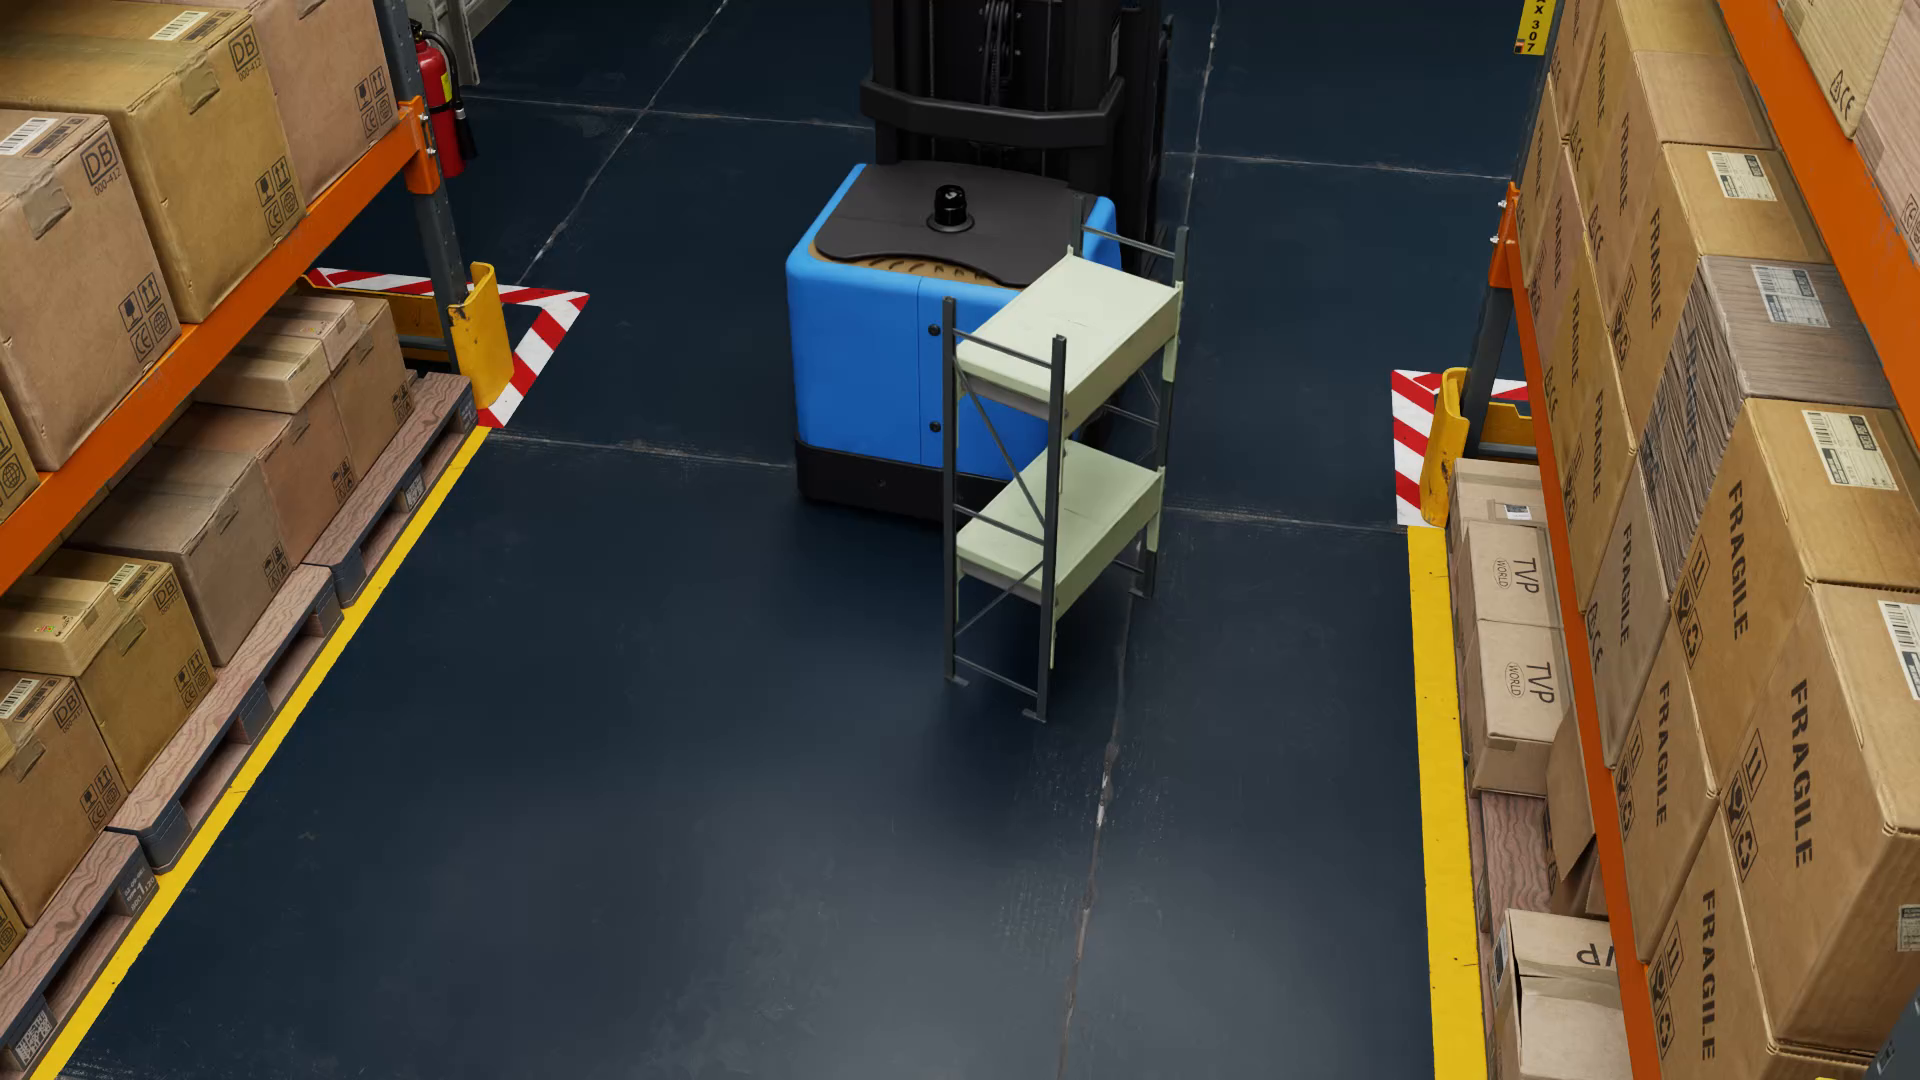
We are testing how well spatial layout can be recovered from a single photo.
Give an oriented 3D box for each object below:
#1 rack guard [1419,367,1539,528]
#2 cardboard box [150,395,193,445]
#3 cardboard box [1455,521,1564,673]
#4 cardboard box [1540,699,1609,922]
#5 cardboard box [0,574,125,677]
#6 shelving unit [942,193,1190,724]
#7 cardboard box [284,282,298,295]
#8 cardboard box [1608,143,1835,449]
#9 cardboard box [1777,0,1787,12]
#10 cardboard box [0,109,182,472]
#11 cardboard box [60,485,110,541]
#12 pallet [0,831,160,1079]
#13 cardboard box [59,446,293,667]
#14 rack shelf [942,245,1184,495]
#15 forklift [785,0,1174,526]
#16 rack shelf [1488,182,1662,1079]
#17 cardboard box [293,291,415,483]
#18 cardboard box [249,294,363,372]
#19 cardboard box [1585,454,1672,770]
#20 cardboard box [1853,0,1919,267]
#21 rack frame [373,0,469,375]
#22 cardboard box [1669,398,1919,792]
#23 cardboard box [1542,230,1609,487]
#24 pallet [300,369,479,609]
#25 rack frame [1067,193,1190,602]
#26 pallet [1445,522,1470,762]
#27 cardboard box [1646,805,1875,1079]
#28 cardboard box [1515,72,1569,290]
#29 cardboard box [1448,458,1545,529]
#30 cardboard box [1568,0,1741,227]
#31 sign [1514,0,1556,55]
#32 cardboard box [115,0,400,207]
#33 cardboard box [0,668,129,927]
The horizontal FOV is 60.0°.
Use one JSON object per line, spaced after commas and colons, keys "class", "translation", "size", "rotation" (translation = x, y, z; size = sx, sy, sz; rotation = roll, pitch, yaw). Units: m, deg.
{"class": "rack guard", "translation": [2.361, -0.291, 6.209], "size": [1.175, 0.500, 0.348], "rotation": [6, 40, 8]}
{"class": "cardboard box", "translation": [-2.834, -0.469, 5.586], "size": [0.380, 0.149, 0.250], "rotation": [7, 40, 8]}
{"class": "cardboard box", "translation": [1.914, 0.212, 5.452], "size": [0.500, 0.250, 0.500], "rotation": [6, 40, 8]}
{"class": "cardboard box", "translation": [2.002, 0.822, 4.516], "size": [0.797, 0.503, 0.637], "rotation": [6, 40, 8]}
{"class": "cardboard box", "translation": [-2.638, 0.236, 4.734], "size": [0.380, 0.149, 0.250], "rotation": [5, 40, 6]}
{"class": "shelving unit", "translation": [0.323, -0.238, 5.361], "size": [0.431, 1.500, 0.755], "rotation": [23, 45, 25]}
{"class": "cardboard box", "translation": [-2.703, -0.944, 6.161], "size": [0.380, 0.149, 0.250], "rotation": [7, 40, 8]}
{"class": "cardboard box", "translation": [1.776, -0.515, 3.656], "size": [0.500, 0.500, 0.500], "rotation": [6, 40, 7]}
{"class": "cardboard box", "translation": [1.770, -1.165, 3.068], "size": [0.500, 0.250, 0.500], "rotation": [6, 40, 8]}
{"class": "cardboard box", "translation": [-2.840, -0.705, 4.513], "size": [0.980, 0.700, 0.700], "rotation": [5, 40, 6]}
{"class": "cardboard box", "translation": [-2.921, -0.148, 5.198], "size": [0.380, 0.149, 0.250], "rotation": [7, 40, 8]}
{"class": "pallet", "translation": [-2.989, 1.271, 4.547], "size": [1.003, 0.211, 1.213], "rotation": [6, 40, 8]}
{"class": "cardboard box", "translation": [-2.701, 0.036, 5.484], "size": [0.700, 0.500, 0.500], "rotation": [5, 40, 6]}
{"class": "rack shelf", "translation": [0.323, -0.539, 5.112], "size": [0.431, 0.370, 0.720], "rotation": [23, 45, 25]}
{"class": "forklift", "translation": [0.280, -2.082, 6.468], "size": [1.130, 2.935, 3.031], "rotation": [11, 41, 13]}
{"class": "rack shelf", "translation": [2.028, 0.231, 4.181], "size": [1.077, 0.370, 4.000], "rotation": [6, 40, 8]}
{"class": "cardboard box", "translation": [-2.528, -0.594, 6.246], "size": [0.700, 0.500, 0.500], "rotation": [6, 40, 8]}
{"class": "cardboard box", "translation": [-2.371, -0.743, 5.918], "size": [0.380, 0.149, 0.250], "rotation": [6, 40, 7]}
{"class": "cardboard box", "translation": [1.690, 0.182, 3.598], "size": [0.500, 0.500, 0.500], "rotation": [7, 40, 9]}
{"class": "cardboard box", "translation": [1.601, -0.537, 2.309], "size": [0.500, 0.250, 0.500], "rotation": [6, 40, 8]}
{"class": "rack frame", "translation": [-2.505, -1.846, 6.128], "size": [1.000, 3.000, 0.127], "rotation": [6, 40, 8]}
{"class": "cardboard box", "translation": [1.600, 0.117, 2.891], "size": [0.500, 0.500, 0.500], "rotation": [6, 40, 7]}
{"class": "cardboard box", "translation": [1.864, -0.452, 4.364], "size": [0.500, 0.500, 0.500], "rotation": [6, 40, 8]}
{"class": "pallet", "translation": [-2.567, -0.260, 6.399], "size": [1.003, 0.211, 1.213], "rotation": [6, 40, 8]}
{"class": "rack frame", "translation": [0.525, -0.433, 5.596], "size": [0.400, 1.500, 0.023], "rotation": [23, 45, 25]}
{"class": "pallet", "translation": [2.224, 0.321, 5.696], "size": [1.003, 0.211, 1.213], "rotation": [6, 40, 8]}
{"class": "cardboard box", "translation": [1.516, 0.828, 2.816], "size": [0.500, 0.500, 0.500], "rotation": [7, 40, 8]}
{"class": "cardboard box", "translation": [2.038, -1.091, 5.137], "size": [0.500, 0.500, 0.500], "rotation": [7, 40, 9]}
{"class": "cardboard box", "translation": [1.963, -0.148, 5.967], "size": [0.380, 0.149, 0.250], "rotation": [6, 40, 8]}
{"class": "cardboard box", "translation": [1.955, -1.147, 4.420], "size": [0.500, 0.500, 0.500], "rotation": [7, 40, 8]}
{"class": "sign", "translation": [1.840, -1.695, 5.267], "size": [0.100, 0.325, 0.005], "rotation": [6, 40, 8]}
{"class": "cardboard box", "translation": [-2.584, -1.640, 5.644], "size": [0.980, 0.700, 0.700], "rotation": [8, 40, 10]}
{"class": "cardboard box", "translation": [-2.877, 0.693, 4.689], "size": [0.700, 0.500, 0.500], "rotation": [6, 40, 7]}
